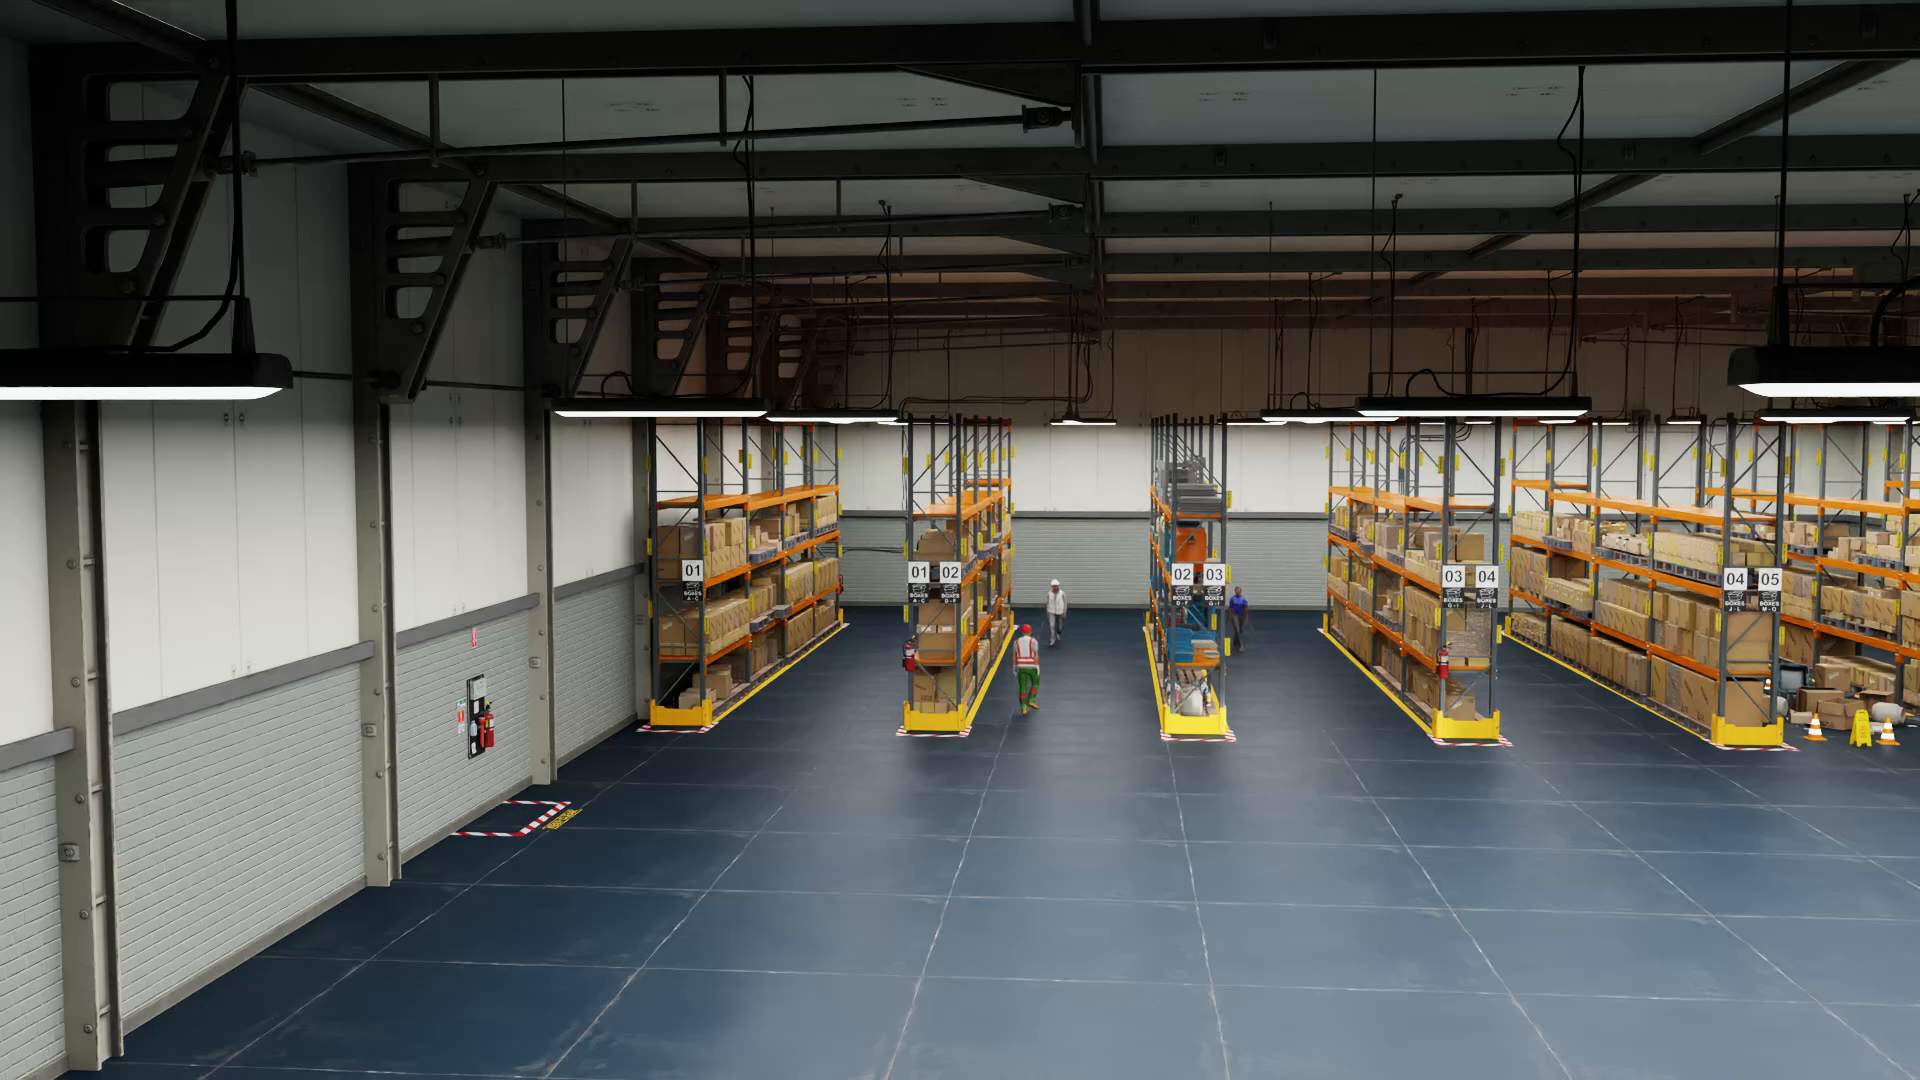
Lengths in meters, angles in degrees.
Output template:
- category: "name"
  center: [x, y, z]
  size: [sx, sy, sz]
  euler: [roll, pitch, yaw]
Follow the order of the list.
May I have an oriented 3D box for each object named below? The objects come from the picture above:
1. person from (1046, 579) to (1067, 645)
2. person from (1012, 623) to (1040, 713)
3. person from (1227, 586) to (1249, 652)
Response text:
- category: "person"
  center: [2.554, 1.897, 43.929]
  size: [0.539, 1.733, 0.948]
  euler: [0, 4, 2]
- category: "person"
  center: [1.343, 2.565, 33.484]
  size: [0.582, 1.773, 0.494]
  euler: [1, 4, 17]
- category: "person"
  center: [7.222, 2.021, 42.918]
  size: [0.465, 1.606, 0.927]
  euler: [-1, 4, -17]
